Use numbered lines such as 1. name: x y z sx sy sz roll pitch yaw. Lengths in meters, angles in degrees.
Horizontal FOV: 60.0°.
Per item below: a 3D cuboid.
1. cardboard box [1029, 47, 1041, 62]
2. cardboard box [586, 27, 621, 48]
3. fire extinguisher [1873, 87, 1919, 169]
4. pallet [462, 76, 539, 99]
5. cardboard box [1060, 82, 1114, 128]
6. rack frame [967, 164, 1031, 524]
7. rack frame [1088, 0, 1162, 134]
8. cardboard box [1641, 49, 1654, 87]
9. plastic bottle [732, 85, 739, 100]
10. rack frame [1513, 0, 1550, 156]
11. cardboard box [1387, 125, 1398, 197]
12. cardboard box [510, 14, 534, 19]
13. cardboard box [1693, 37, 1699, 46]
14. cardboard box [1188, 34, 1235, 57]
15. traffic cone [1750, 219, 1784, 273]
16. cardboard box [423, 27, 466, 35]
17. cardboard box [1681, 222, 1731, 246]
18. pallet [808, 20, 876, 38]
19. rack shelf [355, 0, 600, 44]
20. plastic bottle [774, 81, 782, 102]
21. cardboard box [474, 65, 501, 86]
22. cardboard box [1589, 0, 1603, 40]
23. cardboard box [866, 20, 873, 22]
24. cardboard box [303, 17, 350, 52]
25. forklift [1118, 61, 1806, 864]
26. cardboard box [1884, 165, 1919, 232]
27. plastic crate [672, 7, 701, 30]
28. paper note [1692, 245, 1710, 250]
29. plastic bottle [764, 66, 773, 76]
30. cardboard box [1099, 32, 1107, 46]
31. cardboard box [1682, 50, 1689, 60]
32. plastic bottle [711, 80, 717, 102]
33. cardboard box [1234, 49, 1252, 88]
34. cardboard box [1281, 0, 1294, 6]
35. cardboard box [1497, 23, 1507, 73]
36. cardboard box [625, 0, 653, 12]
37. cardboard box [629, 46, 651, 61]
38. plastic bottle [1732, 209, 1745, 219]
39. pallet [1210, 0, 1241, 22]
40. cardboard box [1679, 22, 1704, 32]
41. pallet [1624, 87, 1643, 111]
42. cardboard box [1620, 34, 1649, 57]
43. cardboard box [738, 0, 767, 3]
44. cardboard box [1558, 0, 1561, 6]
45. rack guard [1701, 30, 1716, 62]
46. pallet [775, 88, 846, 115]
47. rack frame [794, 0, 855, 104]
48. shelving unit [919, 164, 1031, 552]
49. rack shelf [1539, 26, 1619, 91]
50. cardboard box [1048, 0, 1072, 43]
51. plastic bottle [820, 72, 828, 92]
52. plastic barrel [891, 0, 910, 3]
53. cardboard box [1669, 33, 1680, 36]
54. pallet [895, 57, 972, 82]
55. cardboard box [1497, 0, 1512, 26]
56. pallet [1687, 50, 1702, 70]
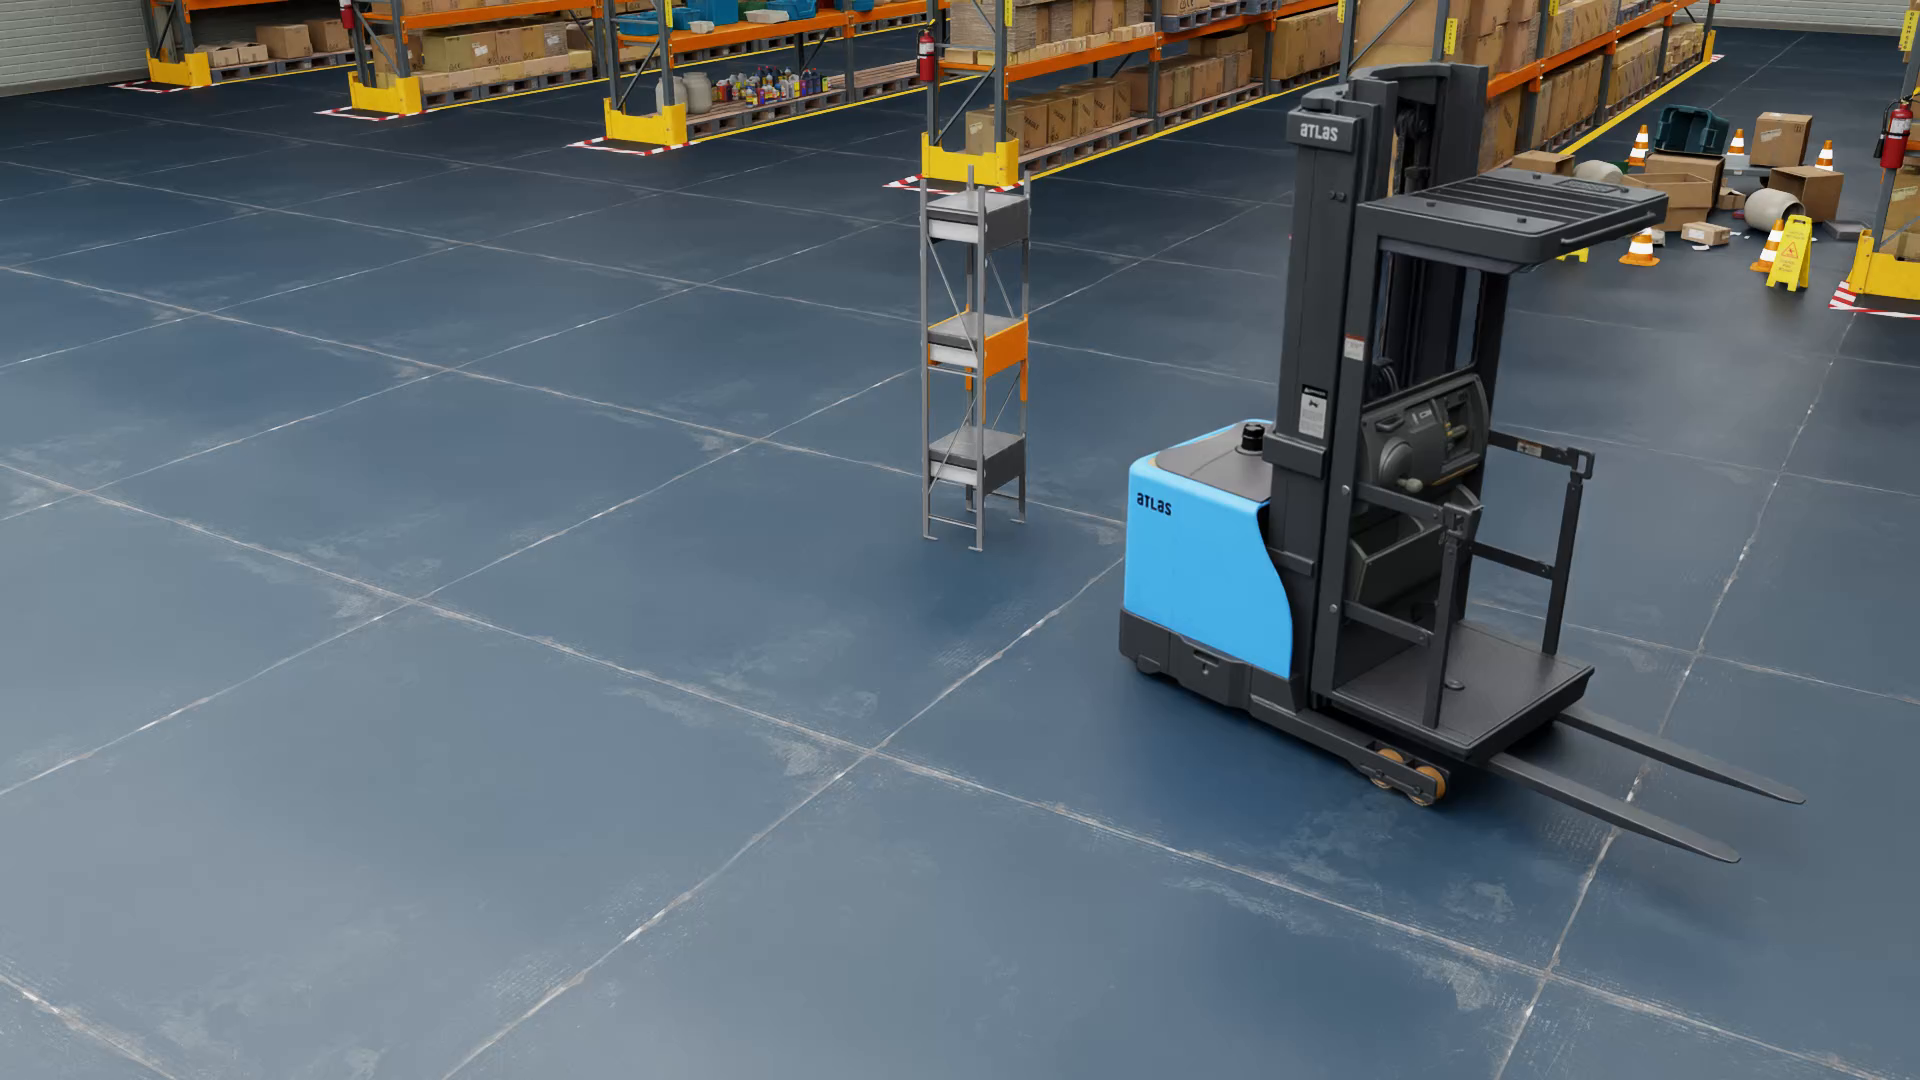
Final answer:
1. cardboard box: 0.719 -5.680 19.411 0.380 0.149 0.250 14 27 29
2. cardboard box: -5.801 -8.290 27.351 0.500 0.311 0.500 14 27 29
3. fire extinguisher: 8.040 -3.533 14.233 0.296 0.674 0.183 14 27 29
4. pallet: -7.329 -7.062 25.797 1.003 0.211 1.213 14 27 29
5. cardboard box: 1.642 -5.661 21.670 0.500 0.500 0.500 -18 29 -36
6. rack frame: 0.216 -1.102 9.652 0.400 2.100 0.015 14 27 29
7. rack frame: 2.183 -6.937 21.999 1.000 3.000 0.127 14 27 29
8. cardboard box: 10.116 -7.134 25.071 0.500 0.500 0.500 13 27 28
9. plastic bottle: -3.193 -6.361 23.637 0.097 0.201 0.097 0 23 0
10. rack frame: 6.343 -5.864 19.520 1.000 3.000 0.127 14 27 29
11. cardboard box: 4.535 -3.974 17.300 0.875 0.875 0.875 14 27 29
12. cardboard box: -8.667 -10.202 32.134 0.700 0.500 0.500 14 27 30
13. cardboard box: 12.365 -8.521 28.344 0.380 0.149 0.250 13 26 27
14. cardboard box: 3.694 -7.273 24.423 0.500 0.250 0.500 17 29 35
15. traffic cone: 7.623 -2.762 15.547 0.336 0.463 0.334 14 27 29
16. cardboard box: -7.796 -7.524 25.342 0.500 0.500 0.500 14 27 29
17. cardboard box: 7.467 -3.068 16.649 0.250 0.149 0.380 -12 26 -26
18. pallet: -2.408 -10.153 32.936 1.003 0.211 1.213 14 27 29
19. rack shelf: -7.286 -8.009 25.381 1.077 0.370 4.000 14 27 29
20. plastic bottle: -2.573 -6.340 23.499 0.097 0.271 0.097 0 23 0
21. cardboard box: -7.344 -7.068 25.234 0.500 0.250 0.500 14 27 29
22. cardboard box: 7.916 -6.715 21.359 0.500 0.500 0.500 13 27 28
23. cardboard box: -2.028 -10.543 32.921 0.500 0.500 0.500 14 27 29
24. cardboard box: -10.955 -8.748 28.774 0.500 0.500 0.500 12 26 25
25. forklift: 2.165 -0.438 7.072 1.130 2.935 3.031 -20 31 -39
26. cardboard box: 8.693 -3.111 15.148 0.500 0.500 0.500 14 27 29
27. plastic crate: -3.778 -7.007 22.347 0.499 0.251 0.408 14 27 29
28. paper note: 7.300 -2.884 16.374 0.148 0.019 0.142 5 24 11
29. plastic bottle: -2.803 -6.776 24.407 0.144 0.351 0.185 15 27 30
30. cardboard box: 1.618 -6.276 20.789 0.380 0.149 0.250 14 27 29
31. cardboard box: 11.949 -8.125 27.802 0.380 0.149 0.250 14 27 30
32. plastic bottle: -3.492 -6.336 23.475 0.061 0.283 0.133 15 27 30
33. cardboard box: 3.956 -7.112 24.995 0.700 0.500 0.500 12 26 26
34. cardboard box: 4.780 -8.440 25.345 0.500 0.500 0.500 15 27 30
35. cardboard box: 5.503 -5.458 18.393 0.875 0.550 0.550 14 27 29
36. cardboard box: -6.920 -11.411 34.510 0.750 0.750 0.750 15 27 31
37. cardboard box: -5.537 -8.202 27.853 0.500 0.250 0.500 15 27 30
38. plastic bottle: 8.328 -3.470 17.688 0.133 0.061 0.283 20 30 38
39. pallet: 3.283 -7.523 23.593 1.003 0.211 1.213 14 27 29
40. cardboard box: 12.609 -8.840 28.705 0.380 0.149 0.250 14 27 30
41. pallet: 9.511 -6.608 24.748 1.003 0.211 1.213 14 27 29
42. cardboard box: 9.836 -7.297 24.505 0.500 0.250 0.500 13 26 27
43. cardboard box: -3.801 -10.148 31.065 0.500 0.250 0.500 15 28 31
44. cardboard box: 6.870 -6.711 20.093 0.700 0.500 0.500 13 27 28
45. rack guard: 12.633 -8.741 29.313 1.175 0.500 0.348 14 27 29
46. pallet: -2.415 -6.478 24.448 1.003 0.211 1.213 14 27 29
47. rack frame: -2.025 -7.975 24.397 1.000 3.000 0.127 14 27 29
48. shelving unit: 0.087 -1.019 9.462 0.431 2.100 0.503 14 27 29
49. rack shelf: 7.398 -6.209 21.222 1.077 0.370 4.000 14 27 29
50. cardboard box: 0.849 -6.303 20.034 0.875 0.500 0.500 14 27 29
51. plastic bottle: -1.998 -6.699 24.315 0.061 0.283 0.133 15 28 32
52. plastic barrel: -0.947 -8.562 25.582 0.433 0.535 0.433 0 23 0
53. cardboard box: 11.604 -8.241 27.323 0.380 0.149 0.250 13 26 27
54. pallet: -0.357 -7.792 27.484 1.003 0.211 1.213 14 27 29
55. cardboard box: 5.527 -5.947 18.165 0.875 0.550 0.550 14 27 29
56. pallet: 12.175 -8.342 28.754 1.003 0.211 1.213 14 27 29
